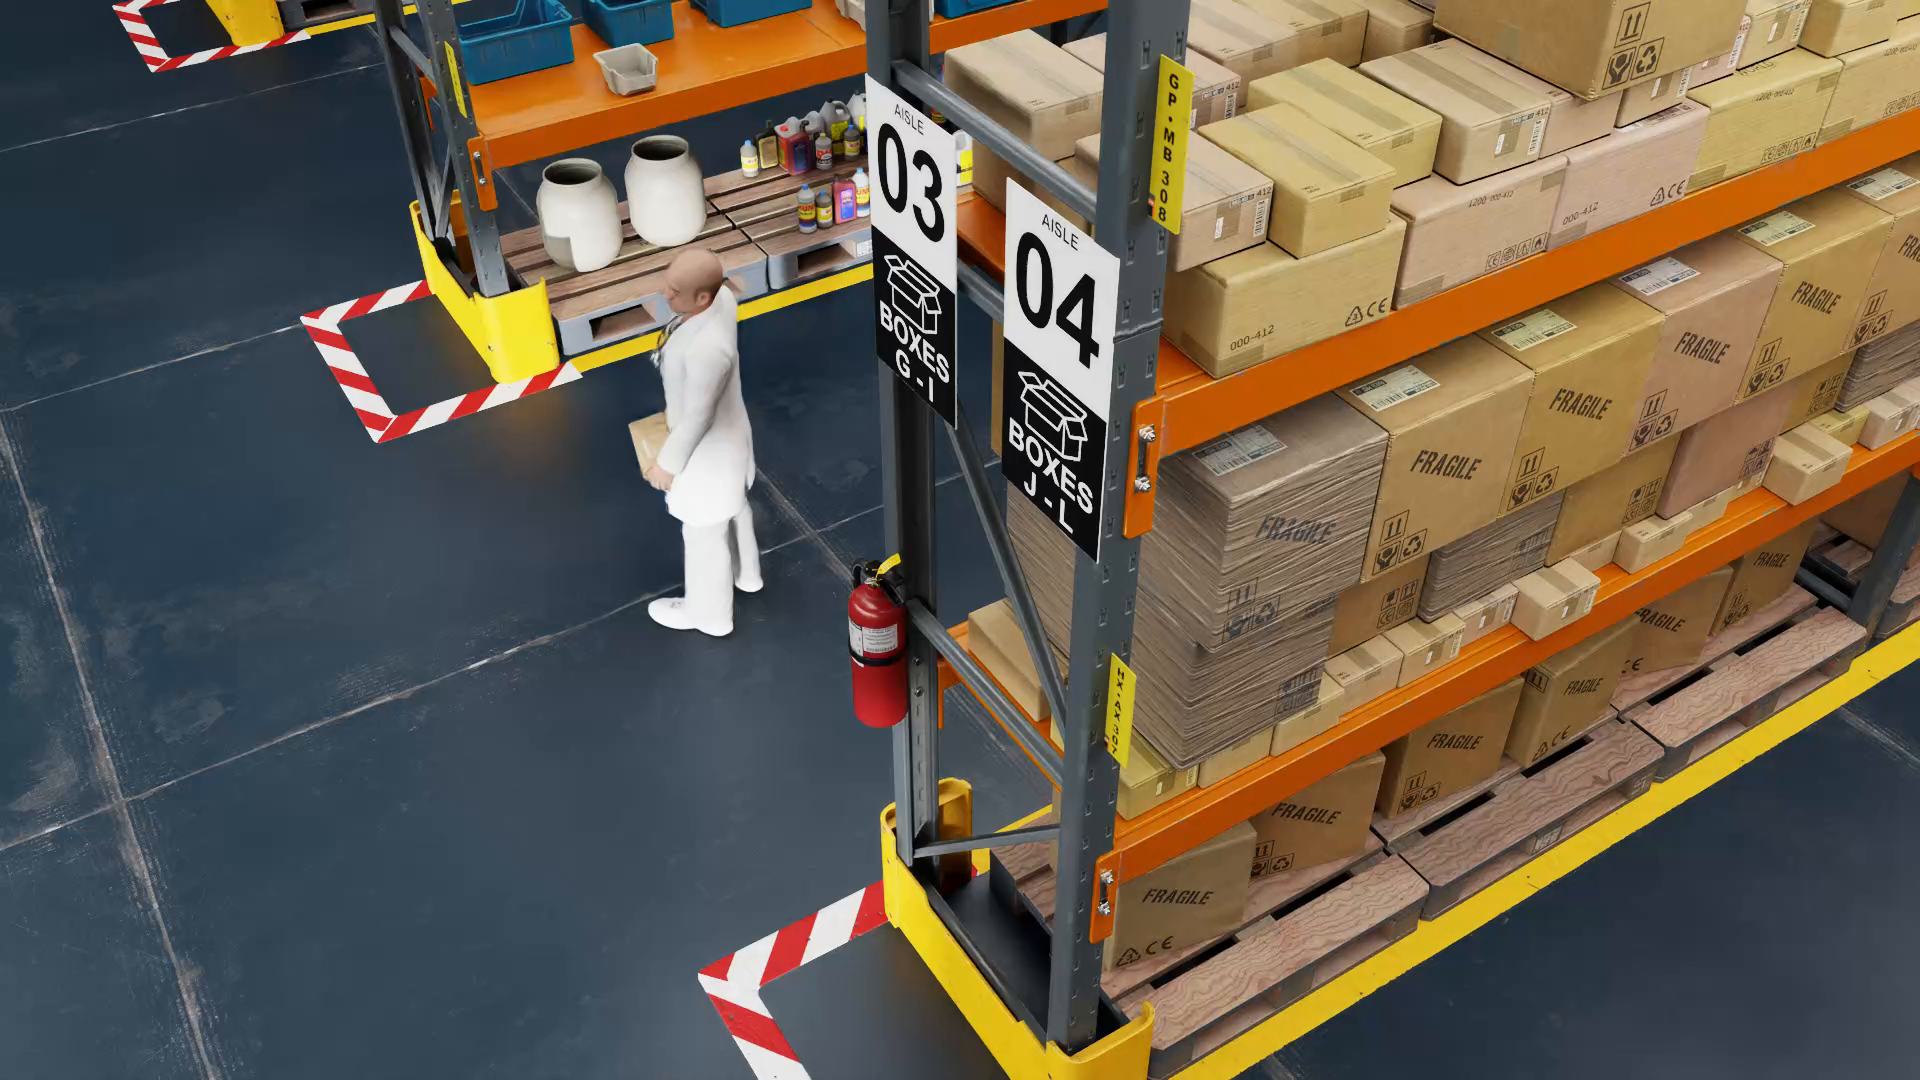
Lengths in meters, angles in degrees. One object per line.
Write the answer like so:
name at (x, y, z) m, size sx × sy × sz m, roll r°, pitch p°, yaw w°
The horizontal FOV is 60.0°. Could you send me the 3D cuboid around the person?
person at (-1.078, -0.395, 6.599) m, size 0.500 × 1.787 × 0.624 m, roll 0°, pitch 40°, yaw -1°
